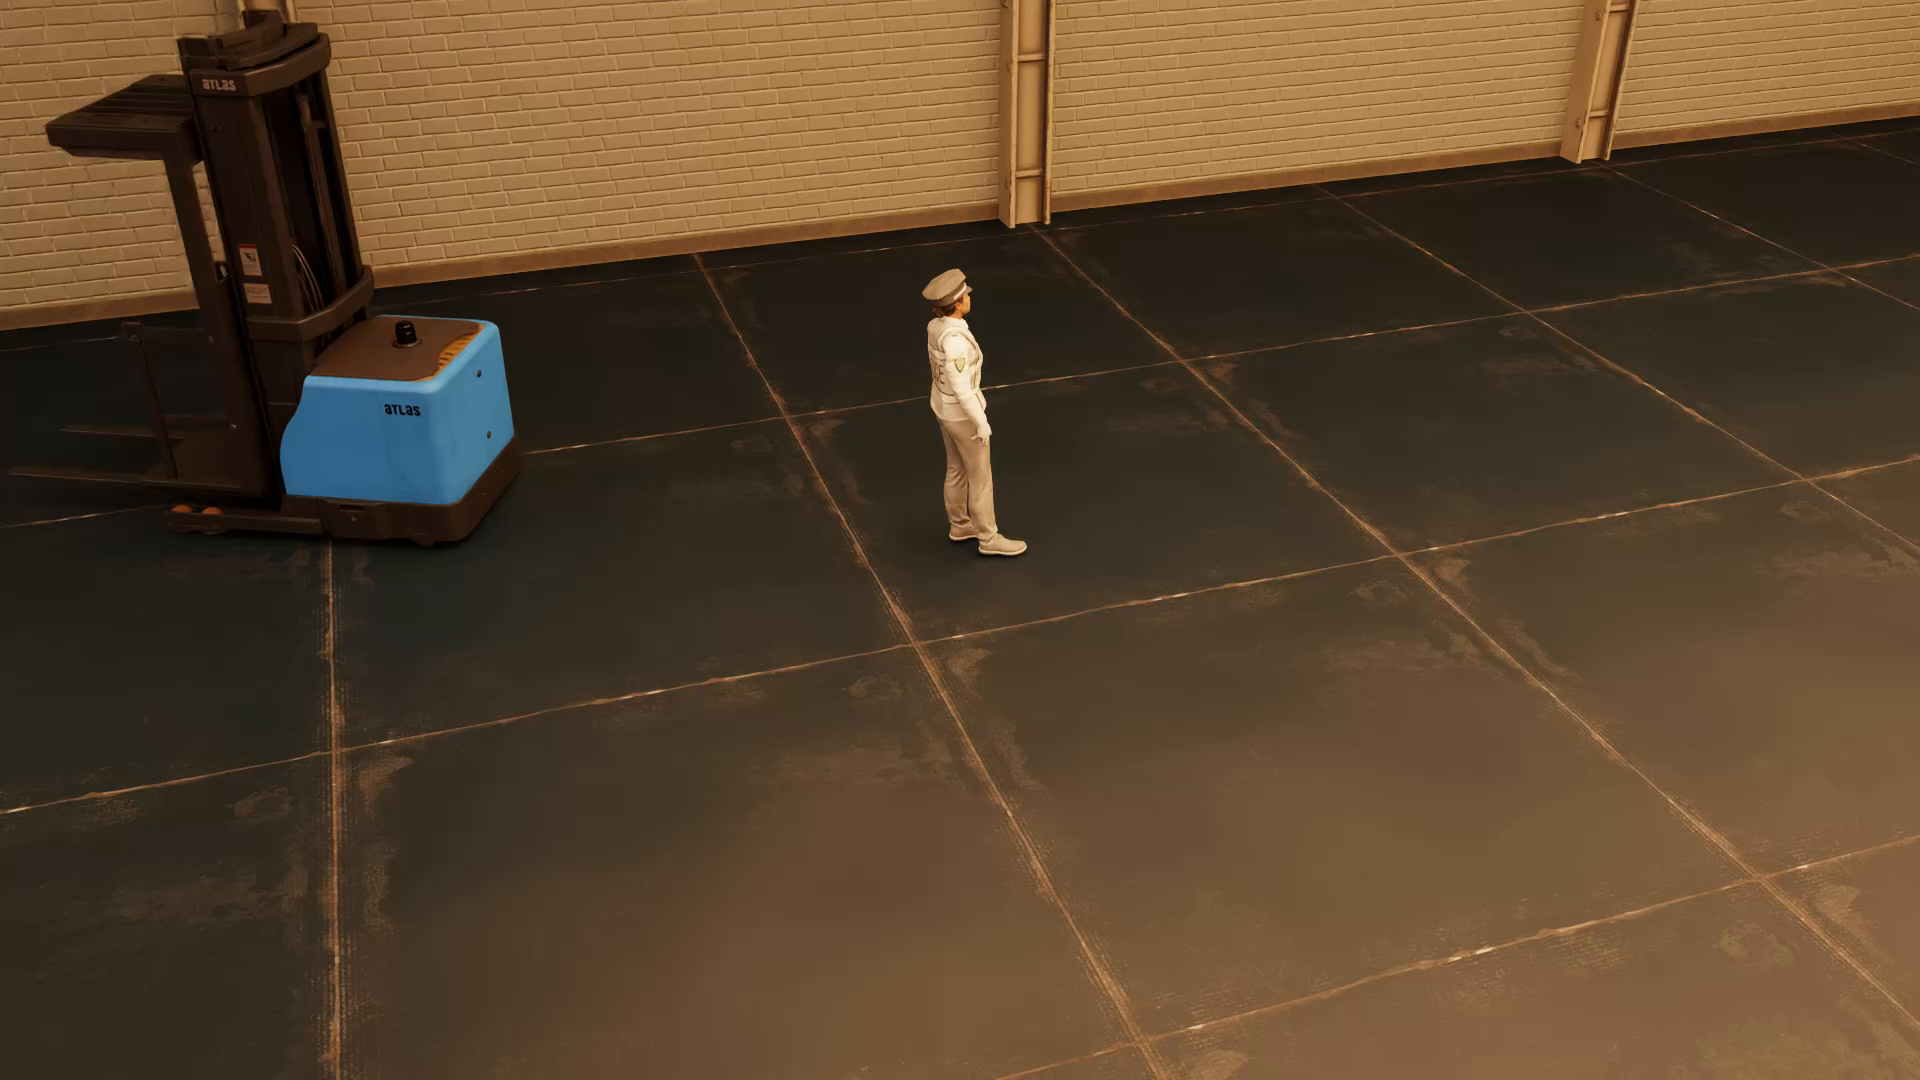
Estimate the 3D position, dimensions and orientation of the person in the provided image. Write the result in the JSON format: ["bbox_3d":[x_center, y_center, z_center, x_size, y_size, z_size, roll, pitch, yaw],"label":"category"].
[{"bbox_3d":[0.068,-0.748,9.613,0.530,1.694,0.586,-10,31,-16],"label":"person"}]

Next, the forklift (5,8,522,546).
[{"bbox_3d":[-4.375,-1.554,9.789,3.031,2.935,1.130,4,30,7],"label":"forklift"}]
